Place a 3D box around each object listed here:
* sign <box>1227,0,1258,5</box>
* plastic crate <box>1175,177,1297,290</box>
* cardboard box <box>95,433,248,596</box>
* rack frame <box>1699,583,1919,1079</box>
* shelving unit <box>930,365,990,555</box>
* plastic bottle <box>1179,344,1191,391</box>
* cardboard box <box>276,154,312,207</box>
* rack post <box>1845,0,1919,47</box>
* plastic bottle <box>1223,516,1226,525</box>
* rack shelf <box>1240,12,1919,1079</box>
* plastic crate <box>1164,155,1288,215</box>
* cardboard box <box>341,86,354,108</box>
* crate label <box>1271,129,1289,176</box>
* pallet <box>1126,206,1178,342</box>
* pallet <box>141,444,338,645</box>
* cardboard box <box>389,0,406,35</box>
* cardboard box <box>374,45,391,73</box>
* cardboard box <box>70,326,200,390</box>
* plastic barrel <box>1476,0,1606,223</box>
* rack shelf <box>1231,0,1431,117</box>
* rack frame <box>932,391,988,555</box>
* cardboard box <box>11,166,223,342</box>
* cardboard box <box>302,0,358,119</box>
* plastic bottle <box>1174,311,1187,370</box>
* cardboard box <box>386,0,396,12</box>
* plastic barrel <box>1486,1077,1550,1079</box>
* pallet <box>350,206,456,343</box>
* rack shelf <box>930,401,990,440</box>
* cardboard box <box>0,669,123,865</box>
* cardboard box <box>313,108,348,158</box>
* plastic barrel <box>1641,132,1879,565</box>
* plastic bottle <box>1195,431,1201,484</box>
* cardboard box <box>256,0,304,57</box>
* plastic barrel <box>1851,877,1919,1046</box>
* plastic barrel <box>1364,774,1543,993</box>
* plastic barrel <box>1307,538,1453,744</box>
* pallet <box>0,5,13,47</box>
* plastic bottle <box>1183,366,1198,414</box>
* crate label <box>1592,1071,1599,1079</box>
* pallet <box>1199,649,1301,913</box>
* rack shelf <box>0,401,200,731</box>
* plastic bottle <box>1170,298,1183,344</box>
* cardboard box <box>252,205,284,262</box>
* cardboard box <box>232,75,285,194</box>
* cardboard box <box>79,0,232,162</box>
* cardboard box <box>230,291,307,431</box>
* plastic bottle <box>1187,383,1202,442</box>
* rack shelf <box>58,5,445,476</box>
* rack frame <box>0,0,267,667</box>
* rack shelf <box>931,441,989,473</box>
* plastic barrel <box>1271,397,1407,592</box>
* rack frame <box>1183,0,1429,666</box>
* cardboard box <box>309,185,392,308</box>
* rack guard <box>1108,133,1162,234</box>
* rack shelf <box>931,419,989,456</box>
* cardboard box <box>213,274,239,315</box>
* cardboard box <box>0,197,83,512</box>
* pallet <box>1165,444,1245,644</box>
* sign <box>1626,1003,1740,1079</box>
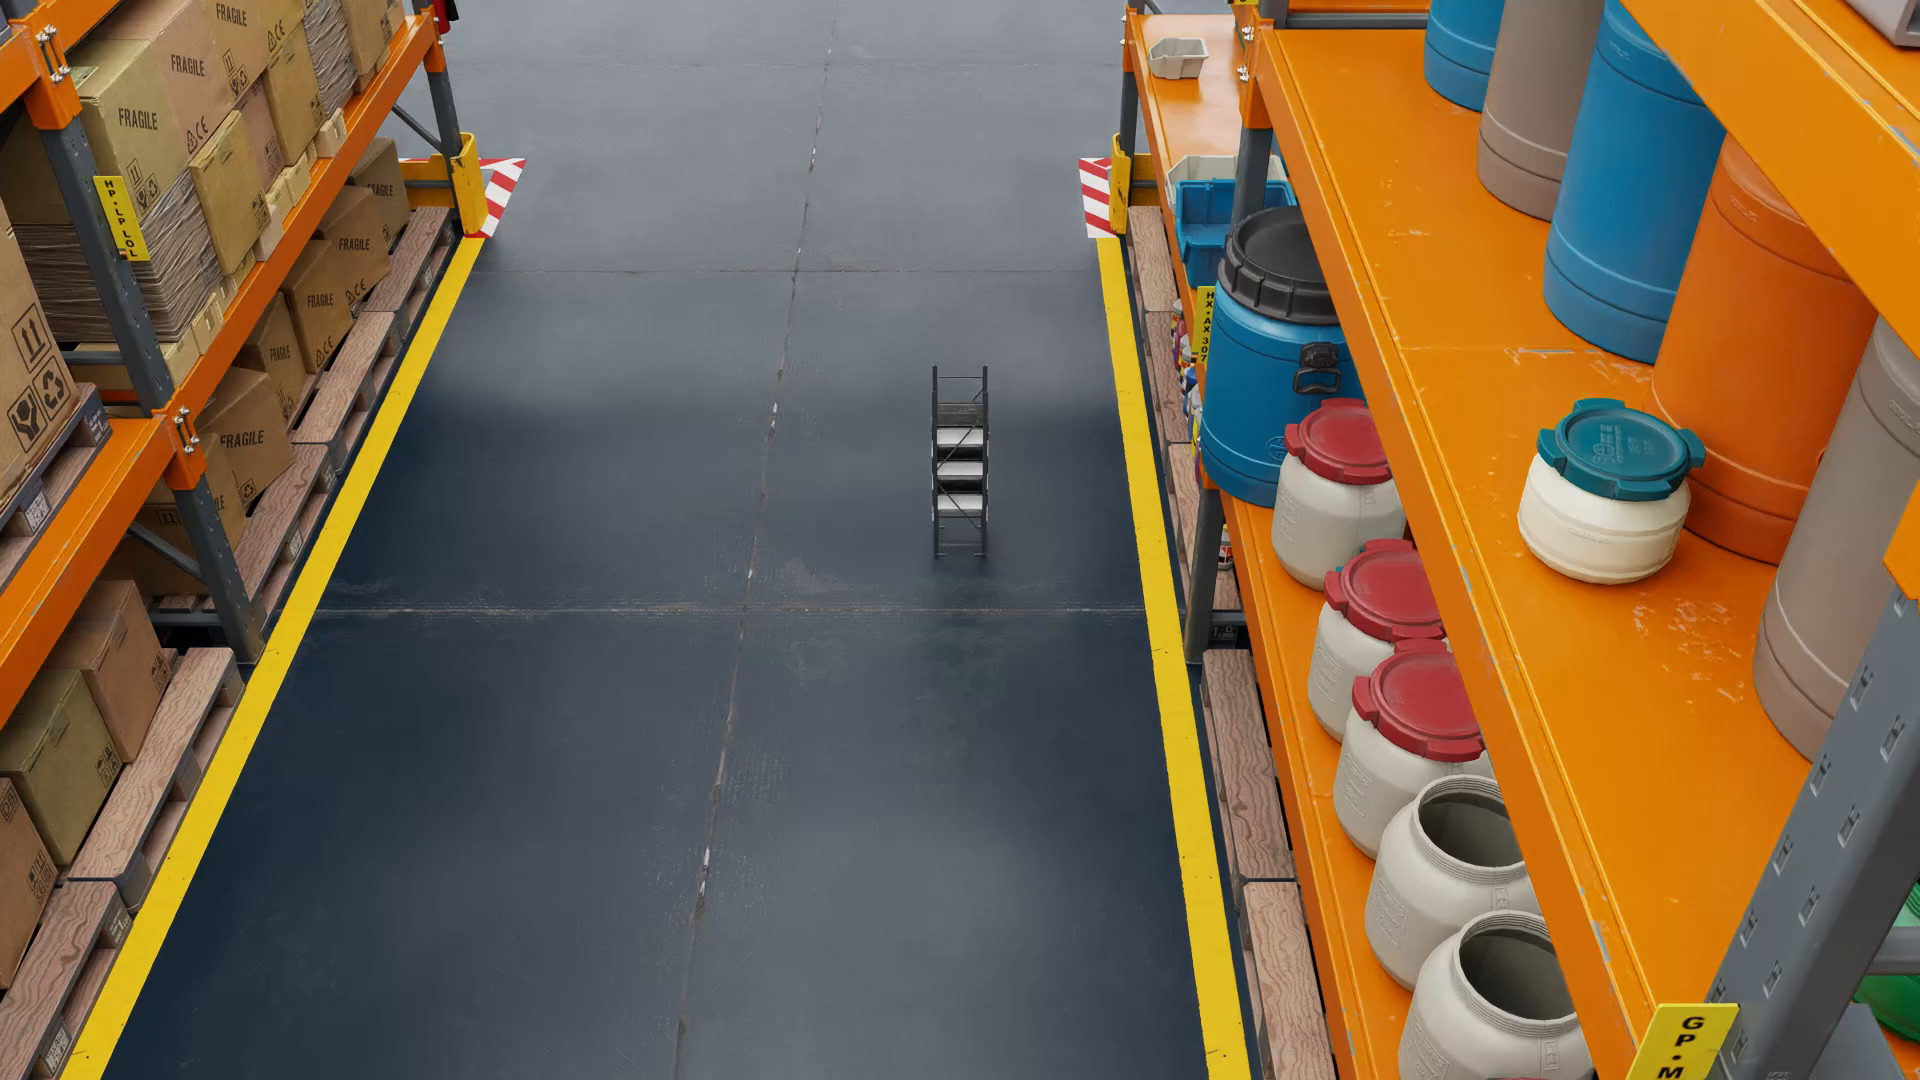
[{"bbox_3d":[0.911,-1.854,5.260,0.100,0.325,0.005,0,39,0],"label":"sign"},{"bbox_3d":[1.188,-1.308,7.102,0.499,0.251,0.616,0,39,0],"label":"plastic crate"},{"bbox_3d":[-3.453,-0.109,7.150,0.500,0.500,0.500,-1,39,-1],"label":"cardboard box"},{"bbox_3d":[1.465,-0.514,1.195,1.000,3.000,0.127,0,39,0],"label":"rack frame"},{"bbox_3d":[0.000,-0.346,7.462,0.258,0.900,0.210,0,39,0],"label":"shelving unit"},{"bbox_3d":[1.147,-0.871,8.269,0.097,0.271,0.097,0,39,0],"label":"plastic bottle"},{"bbox_3d":[-3.207,-1.645,7.605,0.380,0.149,0.250,0,39,0],"label":"cardboard box"},{"bbox_3d":[1.549,-1.862,2.717,1.013,1.000,3.121,0,39,0],"label":"rack post"},{"bbox_3d":[1.130,-0.086,7.279,0.061,0.283,0.133,2,39,2],"label":"plastic bottle"},{"bbox_3d":[1.463,-0.313,3.919,1.077,0.370,4.000,0,39,0],"label":"rack shelf"},{"bbox_3d":[1.206,-1.586,7.542,0.530,0.136,0.437,0,39,0],"label":"plastic crate"},{"bbox_3d":[-3.295,-2.270,8.385,0.380,0.149,0.250,0,39,0],"label":"cardboard box"},{"bbox_3d":[1.729,-2.038,7.867,0.502,0.435,0.616,0,39,0],"label":"crate label"},{"bbox_3d":[1.499,-1.532,9.492,1.003,0.211,1.213,0,39,0],"label":"pallet"},{"bbox_3d":[-3.528,-0.002,7.584,1.003,0.211,1.213,0,39,0],"label":"pallet"},{"bbox_3d":[-3.290,-2.896,9.166,0.380,0.149,0.250,0,39,0],"label":"cardboard box"},{"bbox_3d":[-3.239,-2.583,8.775,0.380,0.149,0.250,0,39,0],"label":"cardboard box"},{"bbox_3d":[-3.192,-0.707,6.434,0.380,0.149,0.250,0,39,0],"label":"cardboard box"},{"bbox_3d":[1.679,-1.313,4.190,0.600,0.901,0.600,0,39,0],"label":"plastic barrel"},{"bbox_3d":[1.458,-2.814,7.040,1.077,0.370,4.000,0,39,0],"label":"rack shelf"},{"bbox_3d":[0.000,-0.282,7.383,0.240,0.900,0.006,0,39,0],"label":"rack frame"},{"bbox_3d":[-3.431,-1.107,6.415,0.875,0.500,0.500,0,39,0],"label":"cardboard box"},{"bbox_3d":[-3.446,-2.358,7.975,0.875,0.500,0.500,0,39,0],"label":"cardboard box"},{"bbox_3d":[1.129,-1.011,8.434,0.061,0.283,0.133,1,39,1],"label":"plastic bottle"},{"bbox_3d":[-3.524,-2.983,8.756,0.875,0.500,0.500,0,39,0],"label":"cardboard box"},{"bbox_3d":[1.162,1.484,3.390,0.600,0.536,0.708,0,39,0],"label":"plastic barrel"},{"bbox_3d":[-3.531,-1.528,9.488,1.003,0.211,1.213,0,39,0],"label":"pallet"},{"bbox_3d":[0.000,-0.531,7.314,0.258,0.077,0.200,0,39,0],"label":"rack shelf"},{"bbox_3d":[-3.531,0.816,5.981,0.700,0.500,0.500,0,39,0],"label":"cardboard box"},{"bbox_3d":[-3.183,-1.958,7.995,0.380,0.149,0.250,0,39,0],"label":"cardboard box"},{"bbox_3d":[1.681,-0.433,3.150,0.600,0.830,0.708,0,39,0],"label":"plastic barrel"},{"bbox_3d":[1.130,-0.410,7.683,0.061,0.283,0.133,2,39,3],"label":"plastic bottle"},{"bbox_3d":[-3.252,-2.435,7.273,0.500,0.500,0.500,0,39,0],"label":"cardboard box"},{"bbox_3d":[1.414,0.563,2.374,0.294,0.245,0.294,0,39,0],"label":"plastic barrel"},{"bbox_3d":[1.250,0.877,4.167,0.421,0.512,0.421,0,39,0],"label":"plastic barrel"},{"bbox_3d":[1.243,0.330,4.831,0.433,0.535,0.433,0,39,0],"label":"plastic barrel"},{"bbox_3d":[-3.598,-1.381,4.827,1.213,0.211,1.003,0,39,0],"label":"pallet"},{"bbox_3d":[1.147,-0.745,8.111,0.097,0.271,0.097,0,39,0],"label":"plastic bottle"},{"bbox_3d":[1.735,1.192,3.835,0.502,0.435,0.616,0,39,0],"label":"crate label"},{"bbox_3d":[1.500,0.905,6.452,1.003,0.211,1.213,0,39,0],"label":"pallet"},{"bbox_3d":[-3.490,0.861,4.852,1.077,0.370,4.000,0,39,0],"label":"rack shelf"},{"bbox_3d":[1.147,-1.148,8.614,0.097,0.271,0.097,0,39,0],"label":"plastic bottle"},{"bbox_3d":[-3.176,-1.332,7.215,0.380,0.149,0.250,0,39,0],"label":"cardboard box"},{"bbox_3d":[-3.498,-1.732,7.195,0.875,0.500,0.500,0,39,0],"label":"cardboard box"},{"bbox_3d":[-3.241,-1.810,6.492,0.500,0.500,0.500,0,39,0],"label":"cardboard box"},{"bbox_3d":[-3.540,-0.855,8.082,0.500,0.500,0.500,-3,39,-4],"label":"cardboard box"},{"bbox_3d":[1.175,-0.609,7.937,0.152,0.276,0.135,1,39,1],"label":"plastic bottle"},{"bbox_3d":[-3.495,-1.640,7.974,1.077,0.370,4.000,0,39,0],"label":"rack shelf"},{"bbox_3d":[-3.492,-0.670,6.188,1.000,3.000,0.127,0,39,0],"label":"rack frame"},{"bbox_3d":[0.000,-0.390,7.427,0.258,0.077,0.200,0,39,0],"label":"rack shelf"},{"bbox_3d":[1.242,-0.129,5.403,0.433,0.535,0.433,0,39,0],"label":"plastic barrel"},{"bbox_3d":[1.461,-0.674,6.192,1.000,3.000,0.127,0,39,0],"label":"rack frame"},{"bbox_3d":[-3.478,-1.596,9.006,0.500,0.500,0.500,10,40,12],"label":"cardboard box"},{"bbox_3d":[1.503,-2.152,10.036,1.175,0.500,0.348,0,39,0],"label":"rack guard"},{"bbox_3d":[0.000,-0.461,7.371,0.258,0.077,0.200,0,39,0],"label":"rack shelf"},{"bbox_3d":[-3.207,-1.020,6.825,0.380,0.149,0.250,0,39,0],"label":"cardboard box"},{"bbox_3d":[-3.631,-0.571,5.249,1.000,1.000,1.000,0,39,0],"label":"cardboard box"},{"bbox_3d":[1.502,-0.006,7.588,1.003,0.211,1.213,0,39,0],"label":"pallet"},{"bbox_3d":[0.915,0.703,2.160,0.100,0.325,0.005,0,39,0],"label":"sign"}]
